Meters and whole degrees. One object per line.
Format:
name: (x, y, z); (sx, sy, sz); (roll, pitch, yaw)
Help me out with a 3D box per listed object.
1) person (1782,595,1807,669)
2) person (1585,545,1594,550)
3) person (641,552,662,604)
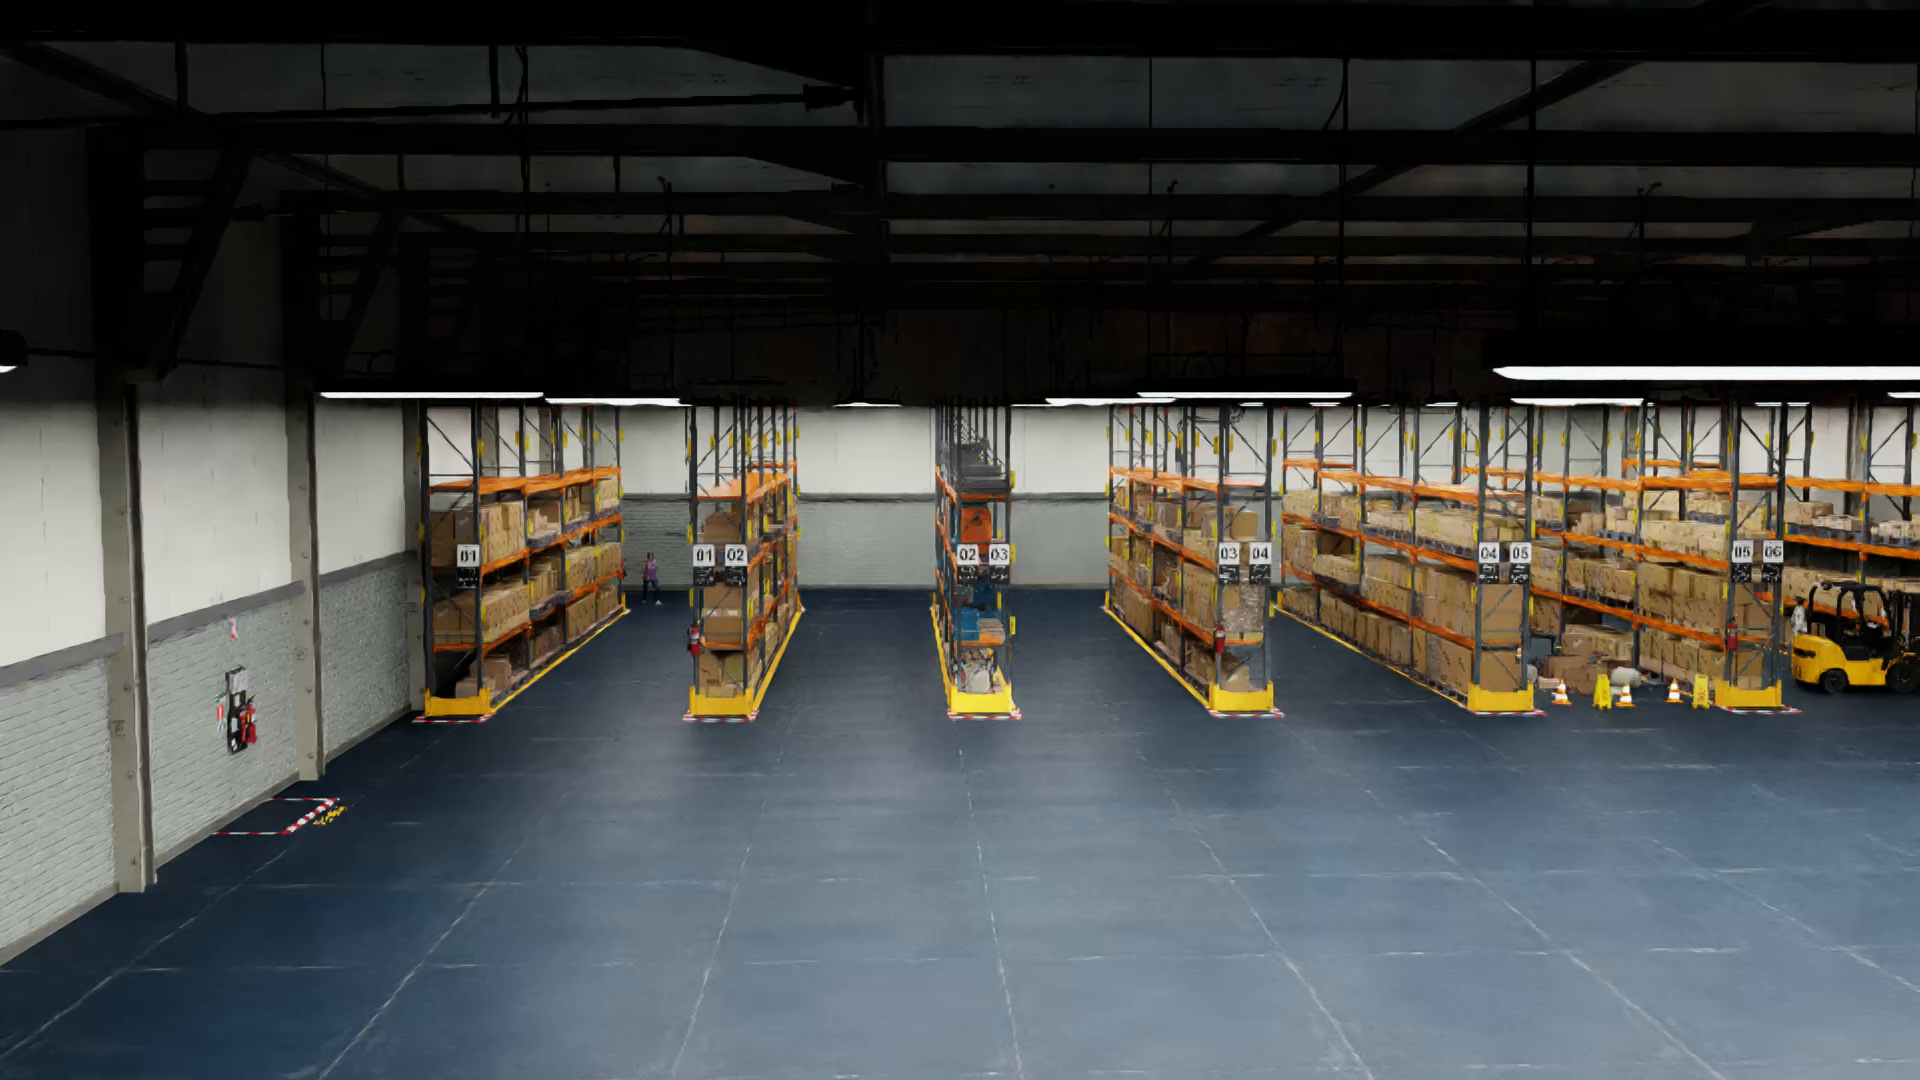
person: (18.230, 2.025, 36.219); (0.540, 1.667, 0.561); (2, 5, 25)
person: (19.013, 0.973, 50.046); (0.687, 1.632, 0.488); (-3, 5, -30)
person: (-9.089, 1.109, 48.793); (0.561, 1.525, 0.788); (-2, 5, -20)
